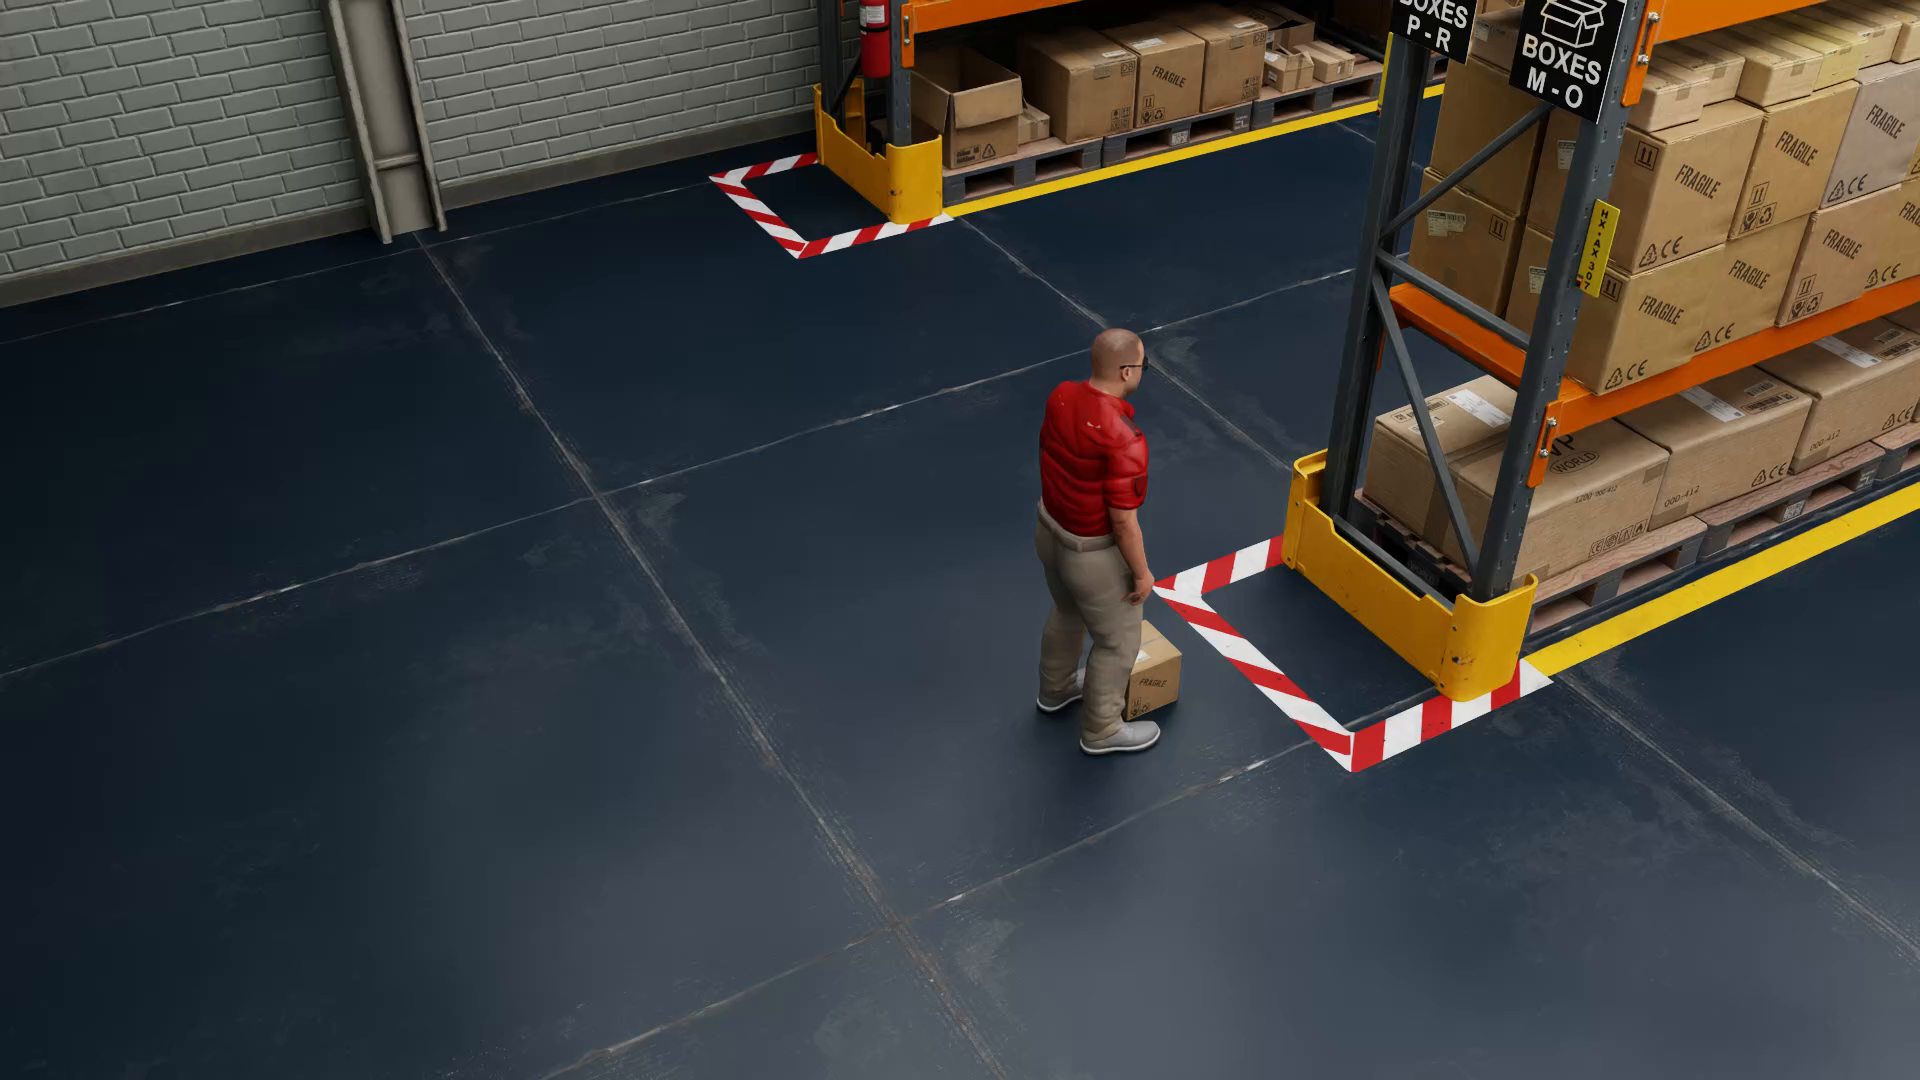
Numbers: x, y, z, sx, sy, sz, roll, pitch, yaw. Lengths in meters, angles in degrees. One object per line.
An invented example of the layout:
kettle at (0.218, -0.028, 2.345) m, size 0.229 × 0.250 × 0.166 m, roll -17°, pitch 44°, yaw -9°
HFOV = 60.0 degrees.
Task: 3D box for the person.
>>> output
person at (0.499, 0.008, 6.149) m, size 0.392 × 1.727 × 0.585 m, roll -19°, pitch 41°, yaw -24°
